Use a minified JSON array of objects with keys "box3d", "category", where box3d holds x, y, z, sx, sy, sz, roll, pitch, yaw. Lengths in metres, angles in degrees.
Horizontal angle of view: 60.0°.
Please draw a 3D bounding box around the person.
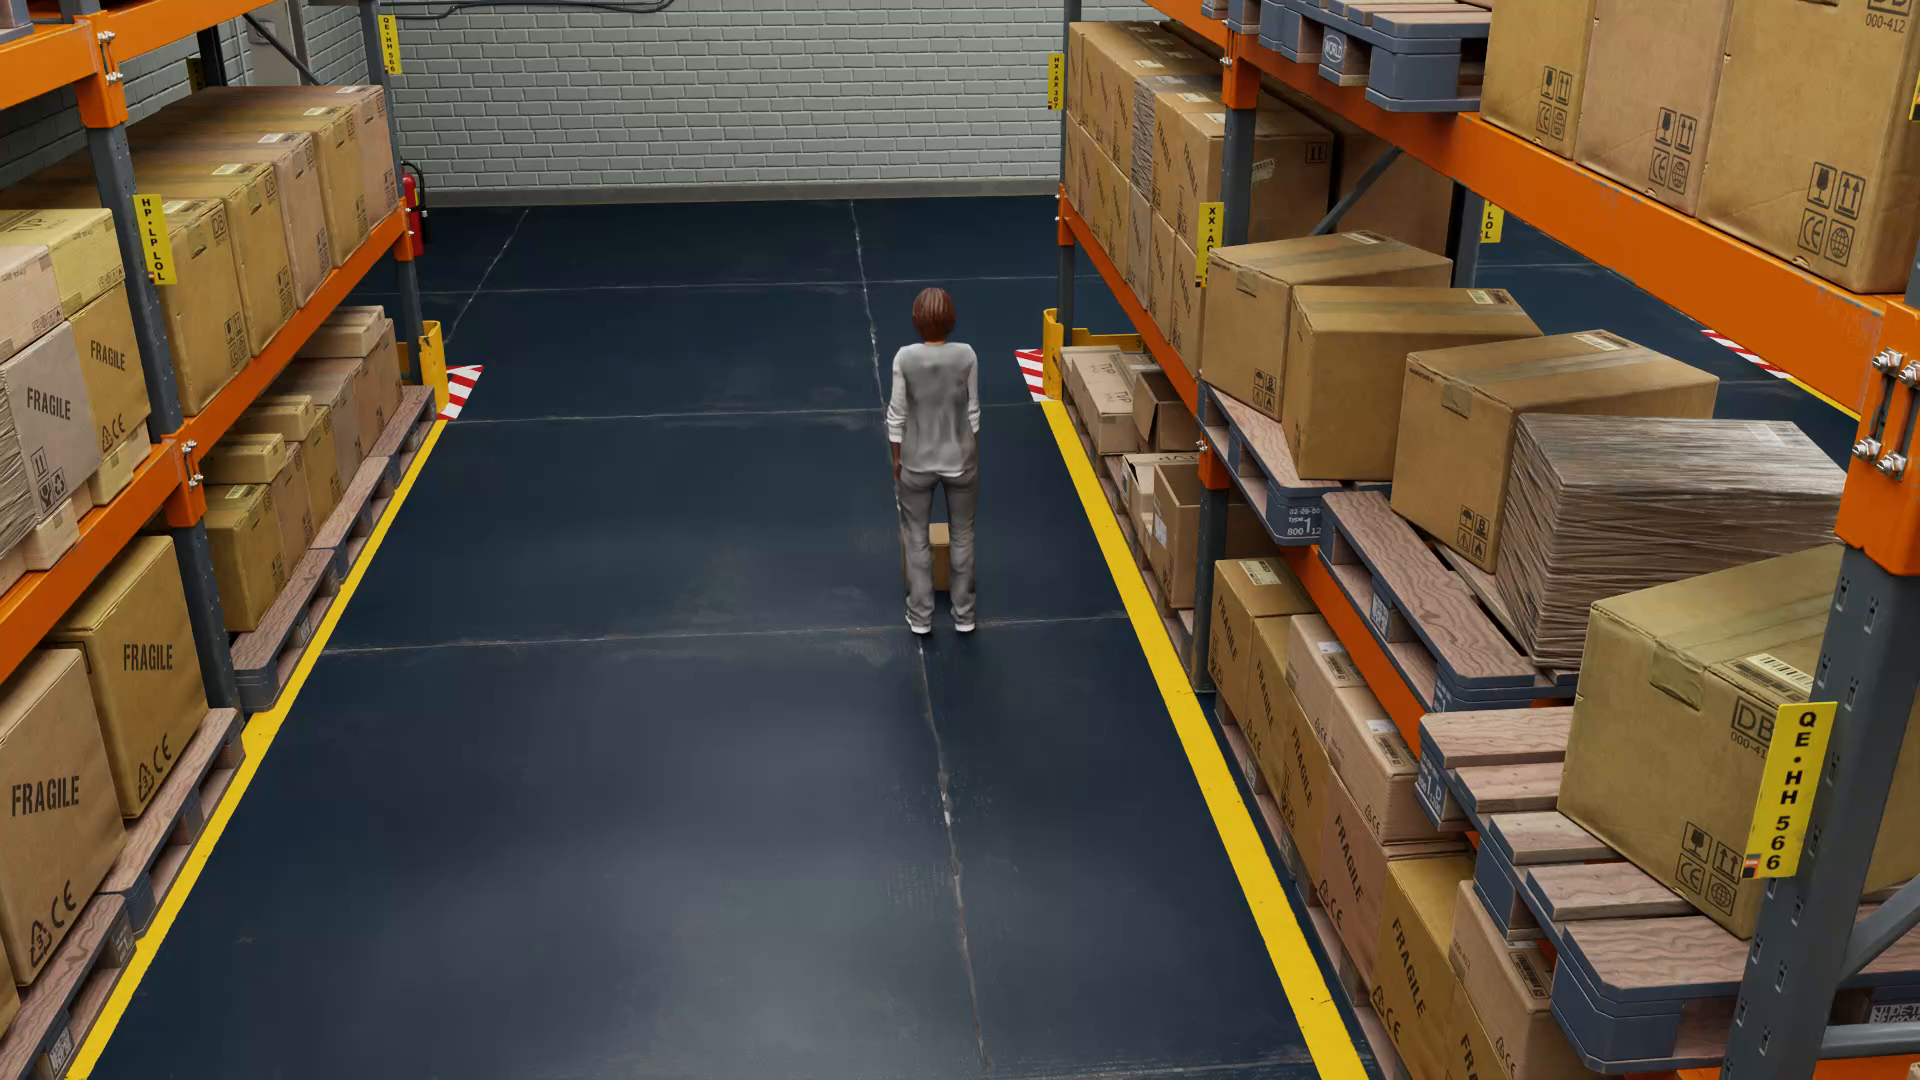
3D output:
[{"box3d":[-0.116,-0.323,7.372,0.409,1.576,0.304,-2,24,-4],"category":"person"}]
